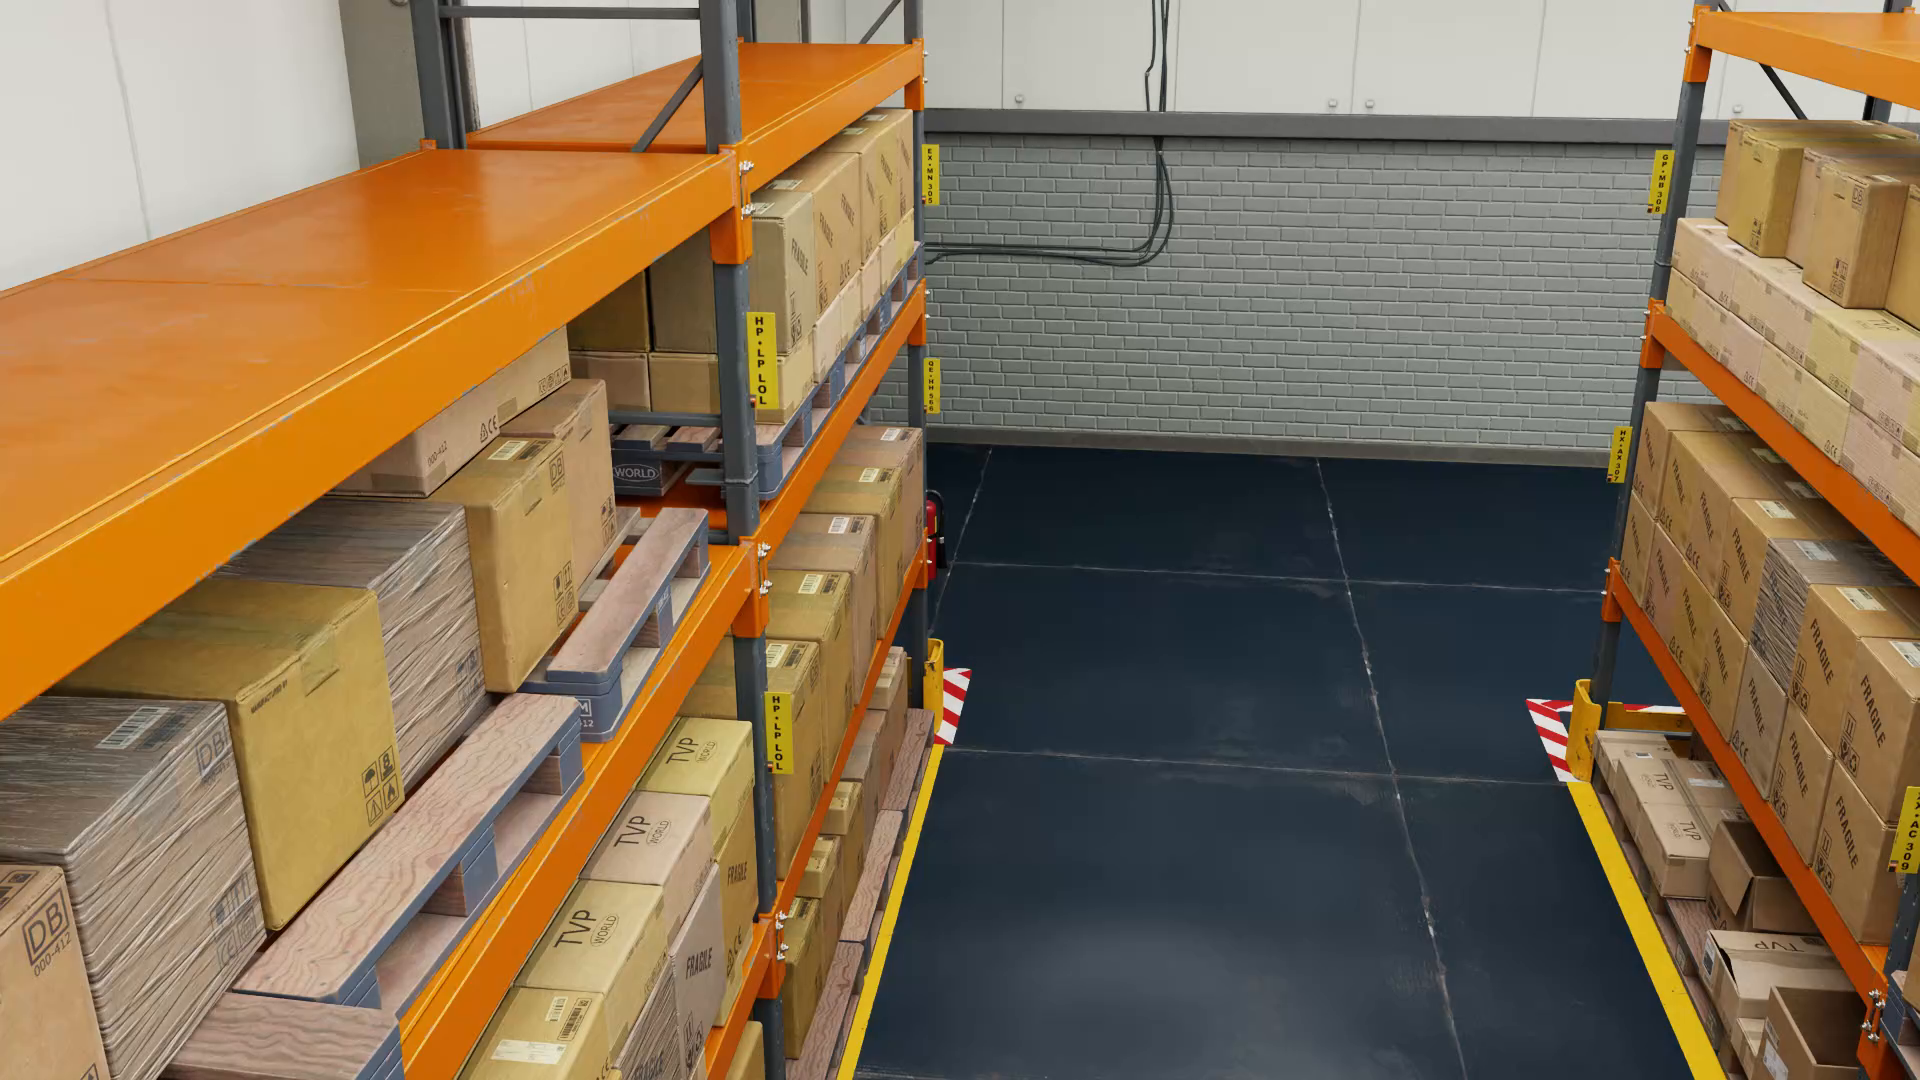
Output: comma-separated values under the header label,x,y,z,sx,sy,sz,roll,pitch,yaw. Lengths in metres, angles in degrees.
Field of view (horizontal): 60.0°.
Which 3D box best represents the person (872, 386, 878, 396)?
label,x,y,z,sx,sy,sz,roll,pitch,yaw
person,-0.958,-1.708,14.505,0.490,0.990,0.375,-11,24,-26
